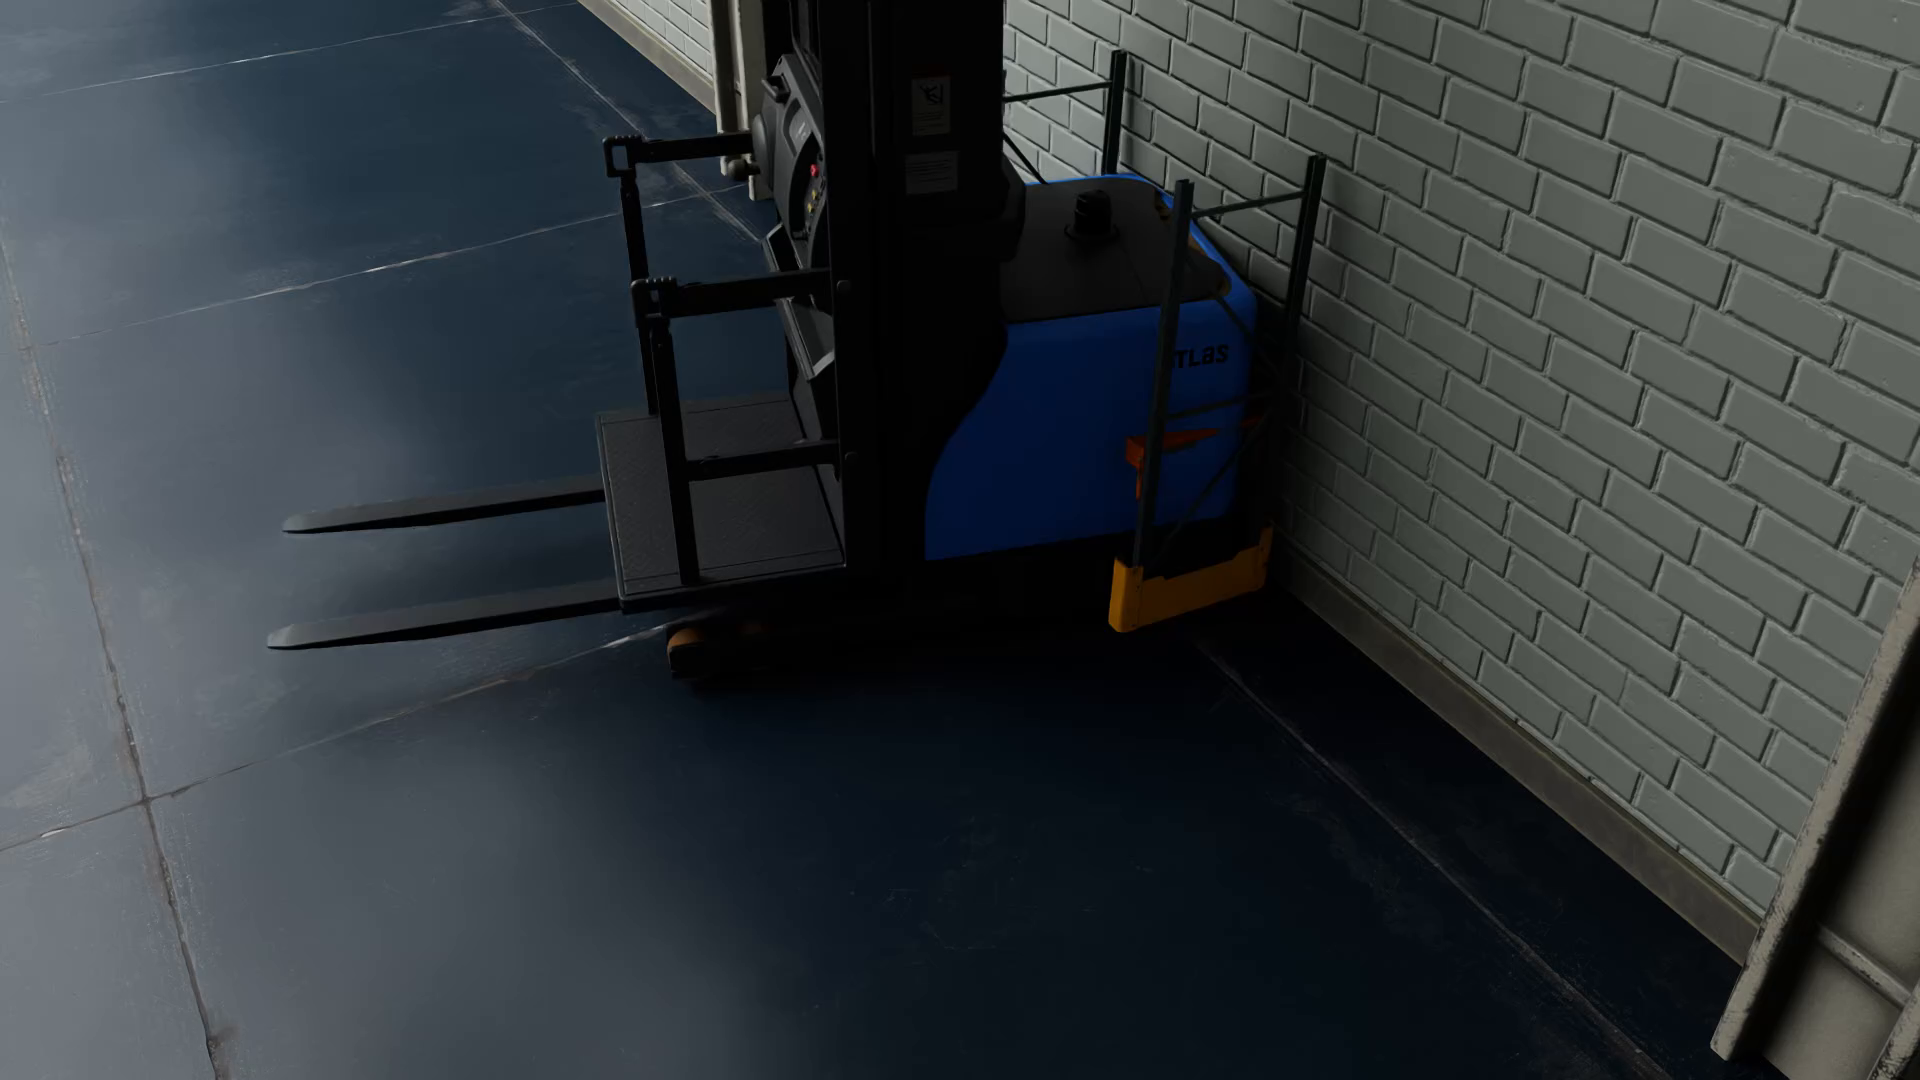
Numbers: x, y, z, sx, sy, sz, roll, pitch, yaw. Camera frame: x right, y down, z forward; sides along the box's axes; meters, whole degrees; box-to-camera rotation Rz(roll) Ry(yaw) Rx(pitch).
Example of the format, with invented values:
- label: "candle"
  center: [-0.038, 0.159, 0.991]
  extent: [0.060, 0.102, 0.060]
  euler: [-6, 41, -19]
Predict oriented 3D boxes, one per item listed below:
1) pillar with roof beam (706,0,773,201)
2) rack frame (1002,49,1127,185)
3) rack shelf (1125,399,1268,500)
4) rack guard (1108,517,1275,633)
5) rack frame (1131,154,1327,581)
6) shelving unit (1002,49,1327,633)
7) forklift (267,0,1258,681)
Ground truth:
- label: "pillar with roof beam"
  center: [-4.677, -4.129, 3.774]
  extent: [9.100, 9.000, 0.400]
  euler: [-19, 40, -24]
- label: "rack frame"
  center: [0.292, -0.916, 5.745]
  extent: [0.500, 1.500, 0.032]
  euler: [-15, 38, -25]
- label: "rack shelf"
  center: [0.531, -0.510, 5.481]
  extent: [0.538, 0.185, 1.000]
  euler: [-15, 38, -25]
- label: "rack guard"
  center: [0.750, 0.105, 5.378]
  extent: [0.587, 0.250, 0.087]
  euler: [-15, 38, -25]
- label: "rack frame"
  center: [0.782, -0.404, 5.016]
  extent: [0.500, 1.500, 0.032]
  euler: [-15, 38, -25]
- label: "shelving unit"
  center: [0.533, -0.664, 5.387]
  extent: [0.587, 1.500, 1.083]
  euler: [-15, 38, -25]
- label: "forklift"
  center: [-0.670, -1.093, 4.761]
  extent: [3.031, 2.935, 1.130]
  euler: [-8, 37, -11]
